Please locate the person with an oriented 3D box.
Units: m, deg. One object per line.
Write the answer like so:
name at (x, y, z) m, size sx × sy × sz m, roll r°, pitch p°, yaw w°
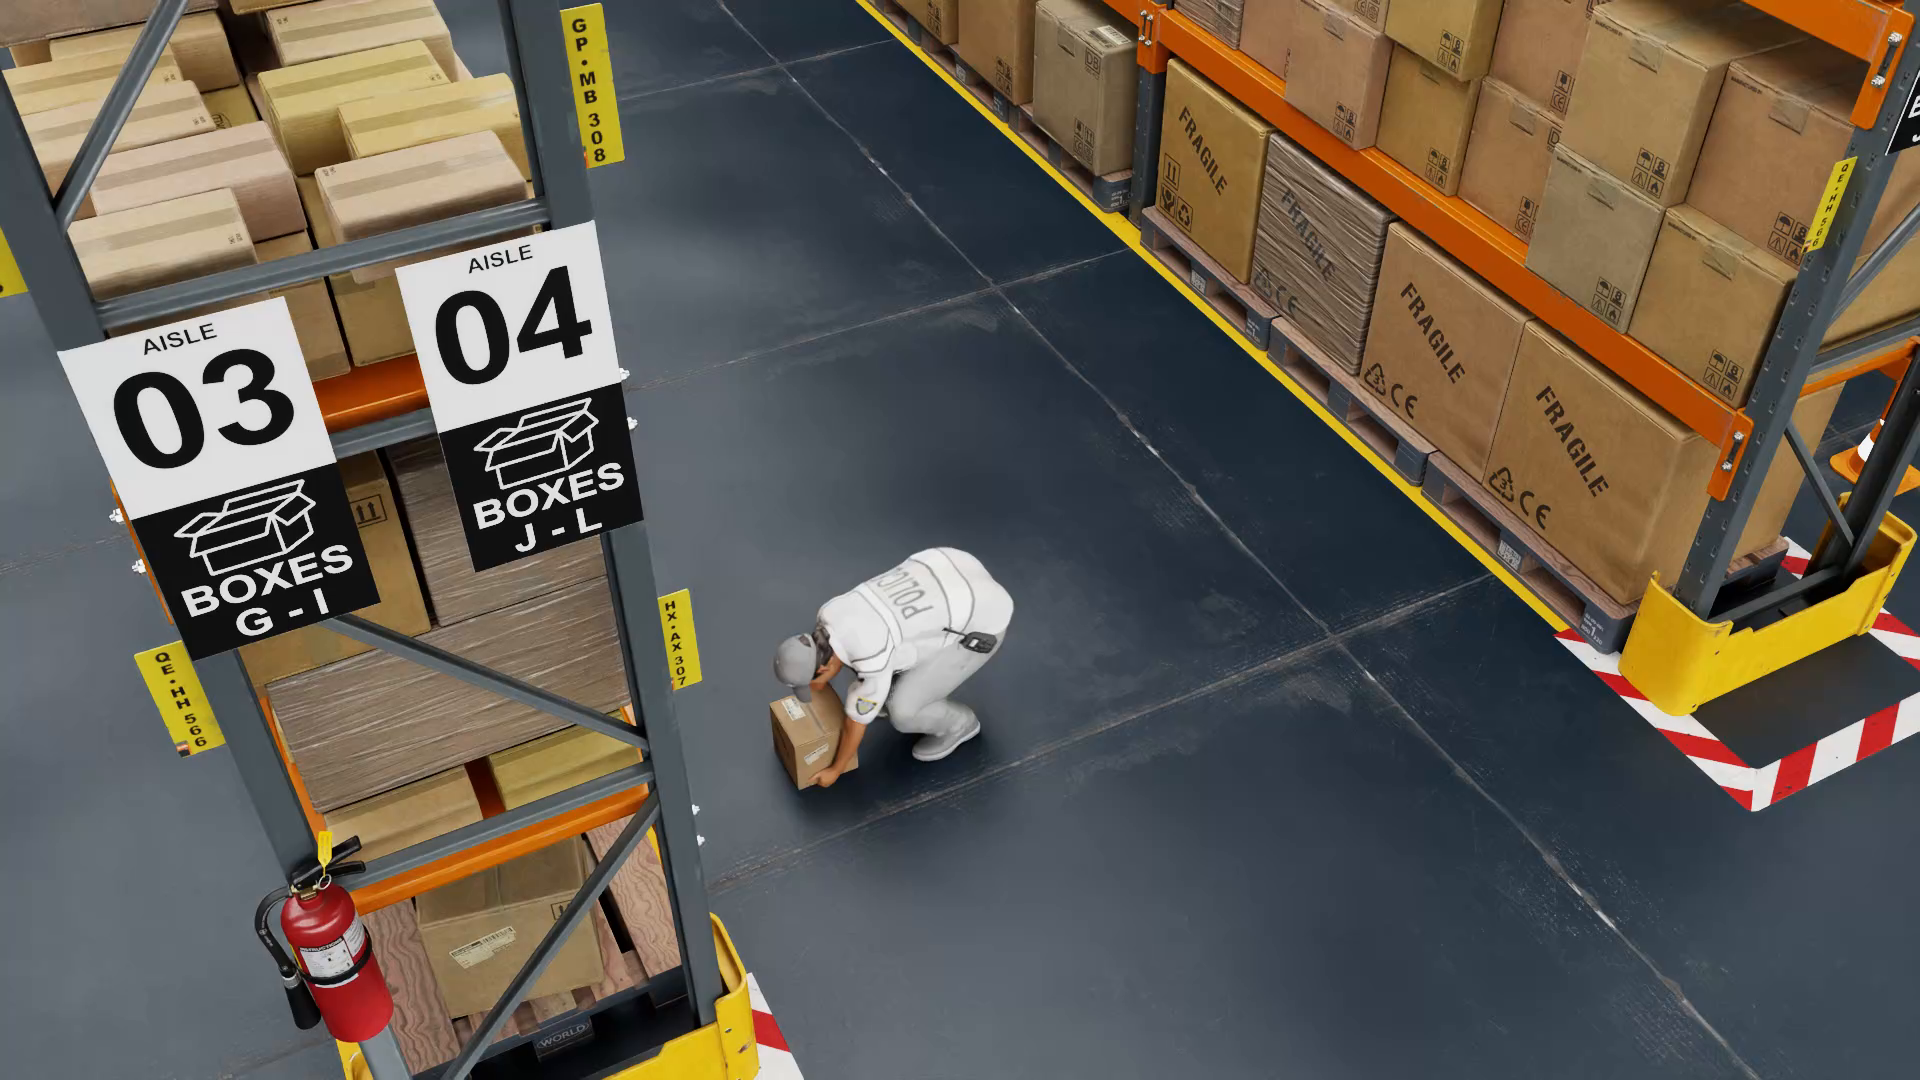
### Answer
person at (-0.254, 0.483, 6.309) m, size 0.941 × 0.772 × 0.505 m, roll -20°, pitch 45°, yaw -21°
